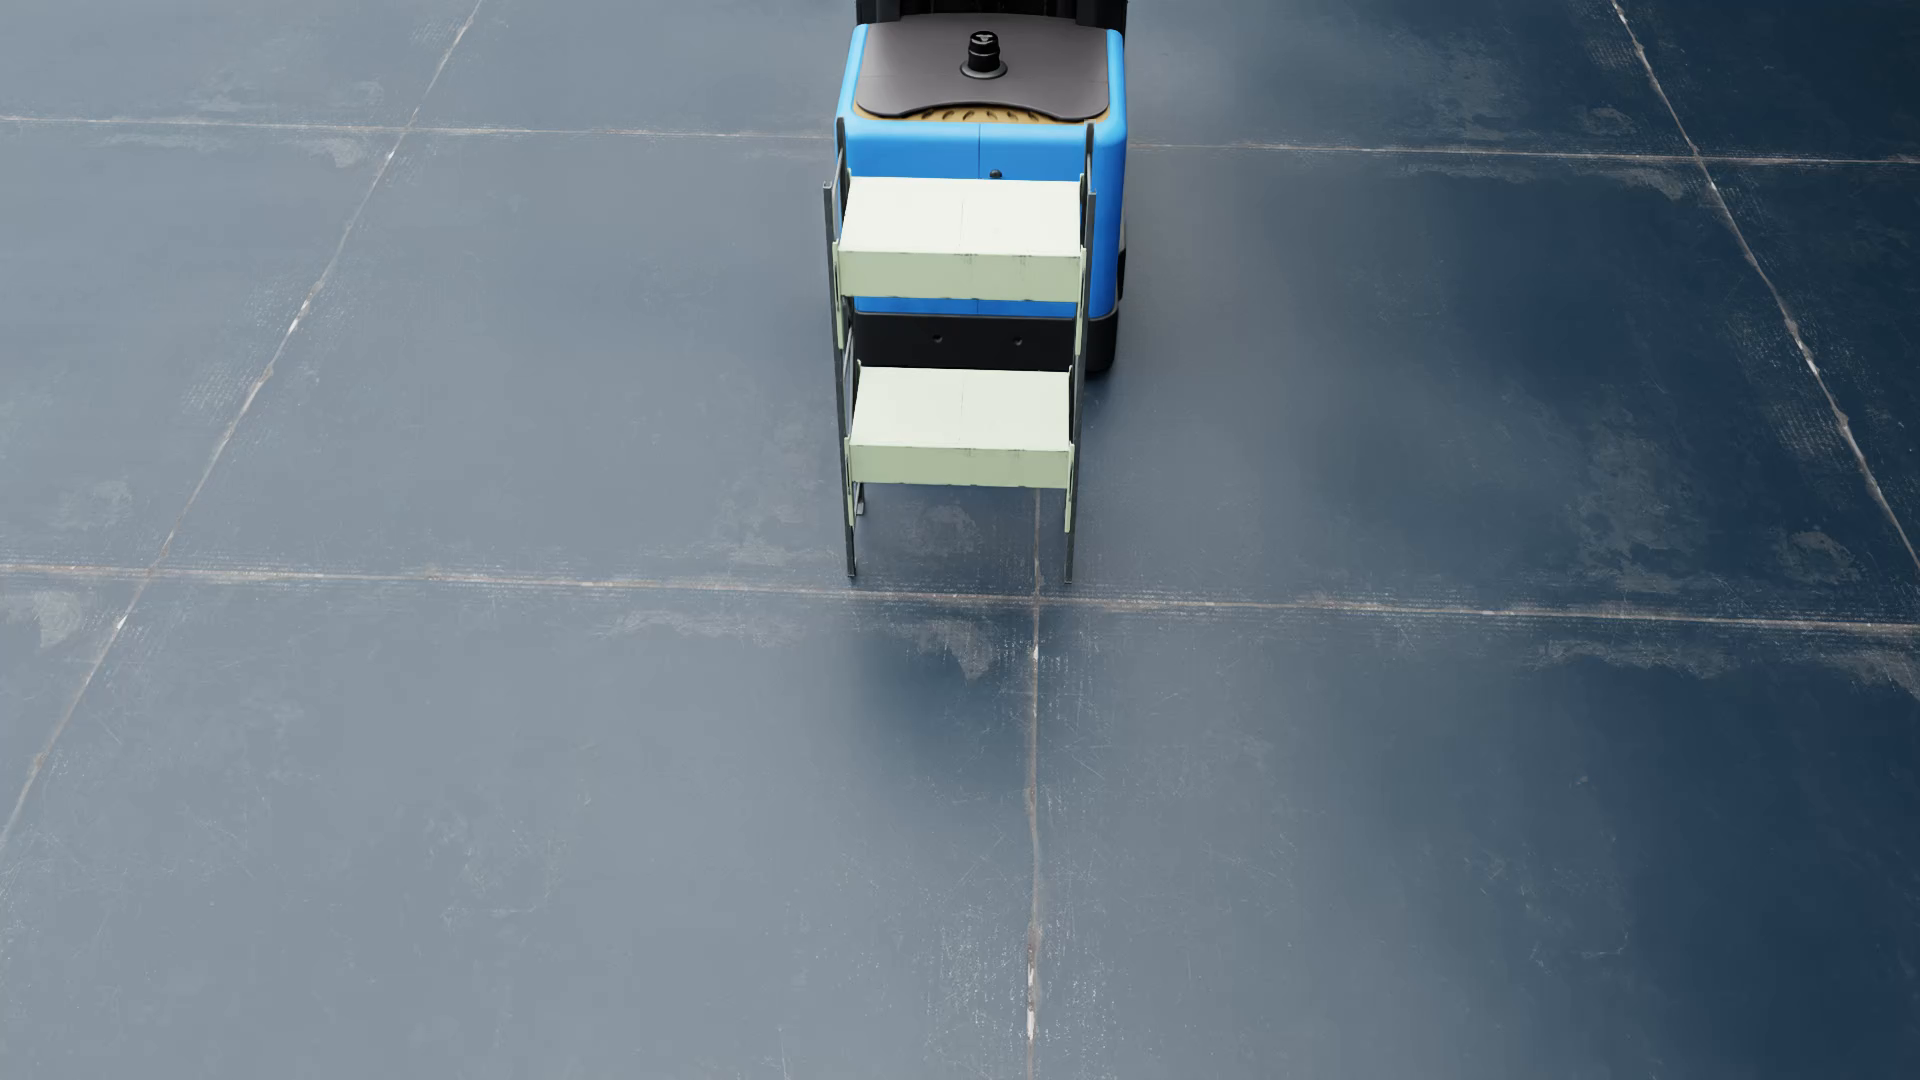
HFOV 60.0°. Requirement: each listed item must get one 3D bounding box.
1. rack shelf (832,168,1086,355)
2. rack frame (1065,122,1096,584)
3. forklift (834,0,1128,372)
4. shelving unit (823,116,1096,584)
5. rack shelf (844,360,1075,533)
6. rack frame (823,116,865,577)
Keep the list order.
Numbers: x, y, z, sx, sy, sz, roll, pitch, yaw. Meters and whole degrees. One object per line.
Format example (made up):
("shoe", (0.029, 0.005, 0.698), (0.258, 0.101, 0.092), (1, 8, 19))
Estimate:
("rack shelf", (0.007, -0.834, 4.973), (0.720, 0.370, 0.431), (2, 43, 2))
("rack frame", (0.372, -0.537, 5.227), (0.023, 1.500, 0.400), (2, 43, 2))
("forklift", (0.138, -2.704, 6.502), (1.130, 2.935, 3.031), (2, 43, 2))
("shelving unit", (0.007, -0.549, 5.239), (0.755, 1.500, 0.431), (2, 43, 2))
("rack shelf", (0.007, -0.310, 5.461), (0.720, 0.370, 0.431), (2, 43, 2))
("rack frame", (-0.359, -0.560, 5.251), (0.023, 1.500, 0.400), (2, 43, 2))
